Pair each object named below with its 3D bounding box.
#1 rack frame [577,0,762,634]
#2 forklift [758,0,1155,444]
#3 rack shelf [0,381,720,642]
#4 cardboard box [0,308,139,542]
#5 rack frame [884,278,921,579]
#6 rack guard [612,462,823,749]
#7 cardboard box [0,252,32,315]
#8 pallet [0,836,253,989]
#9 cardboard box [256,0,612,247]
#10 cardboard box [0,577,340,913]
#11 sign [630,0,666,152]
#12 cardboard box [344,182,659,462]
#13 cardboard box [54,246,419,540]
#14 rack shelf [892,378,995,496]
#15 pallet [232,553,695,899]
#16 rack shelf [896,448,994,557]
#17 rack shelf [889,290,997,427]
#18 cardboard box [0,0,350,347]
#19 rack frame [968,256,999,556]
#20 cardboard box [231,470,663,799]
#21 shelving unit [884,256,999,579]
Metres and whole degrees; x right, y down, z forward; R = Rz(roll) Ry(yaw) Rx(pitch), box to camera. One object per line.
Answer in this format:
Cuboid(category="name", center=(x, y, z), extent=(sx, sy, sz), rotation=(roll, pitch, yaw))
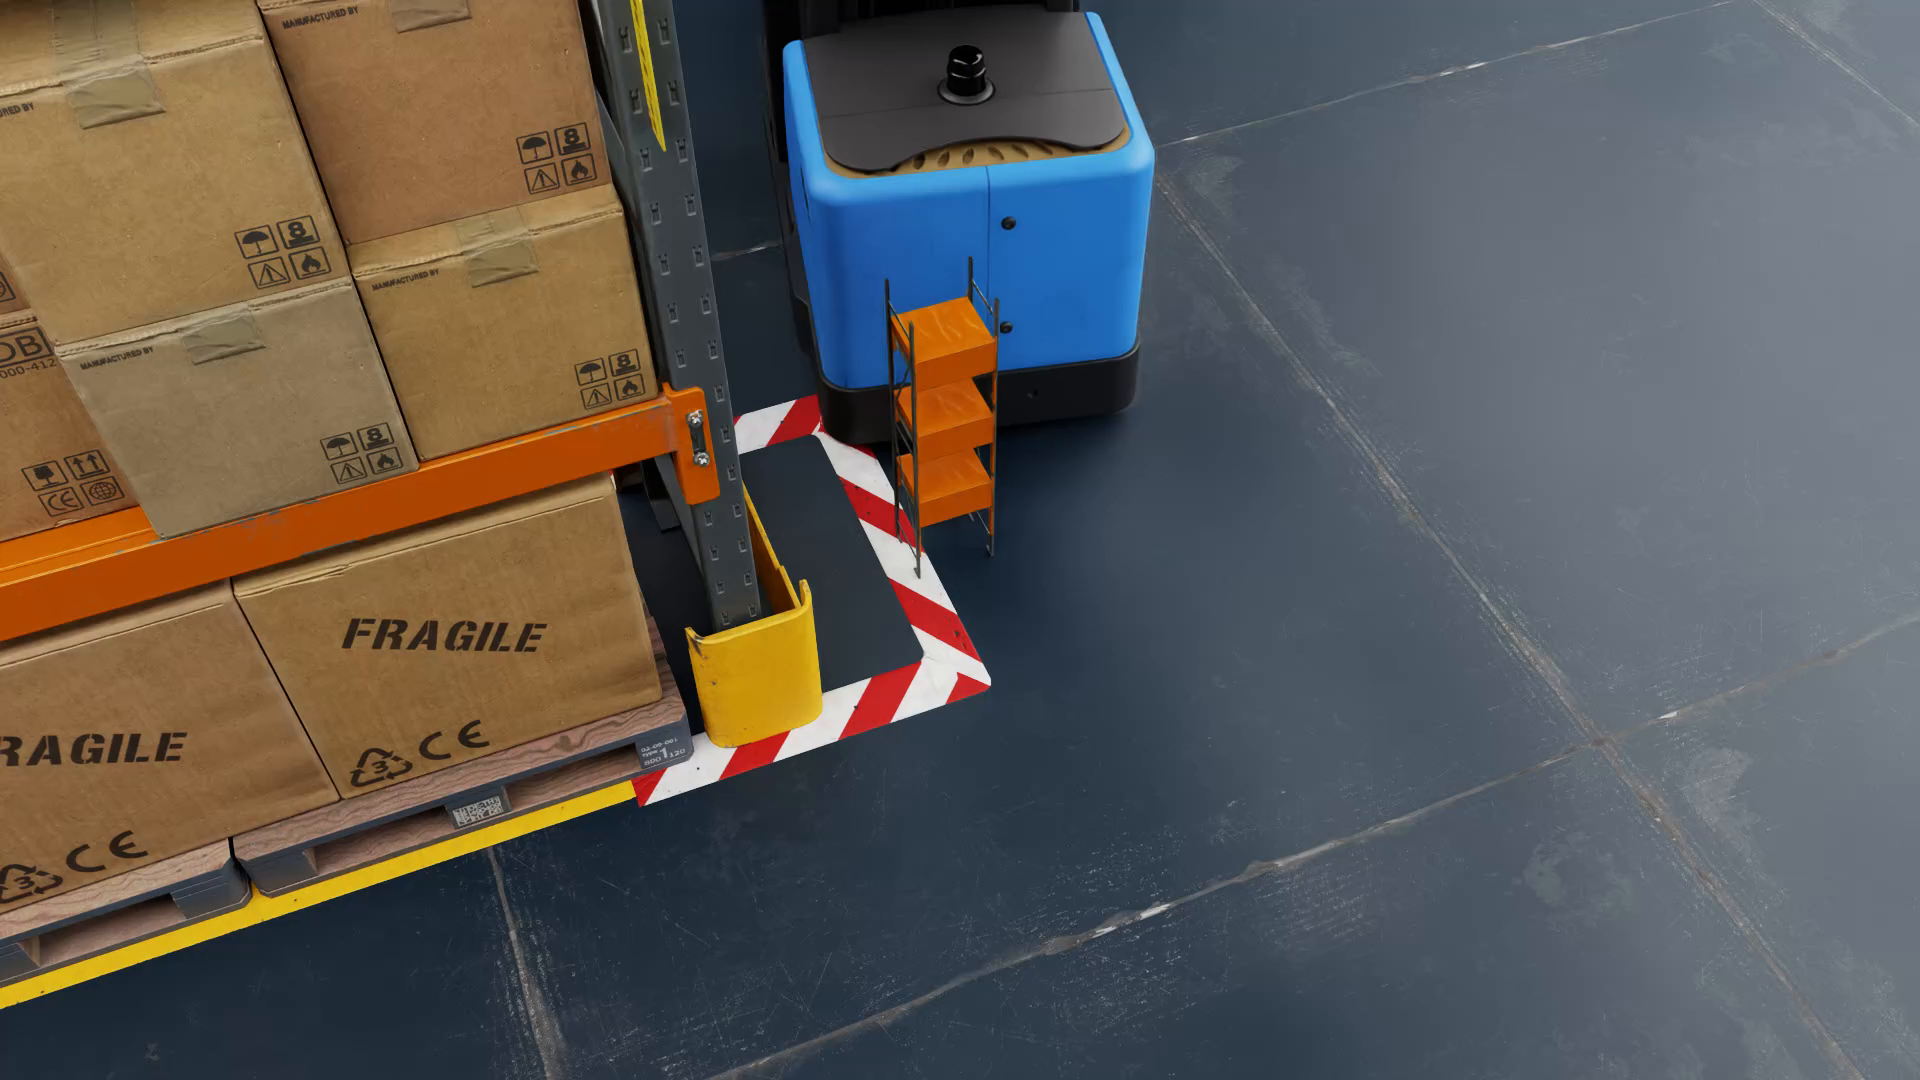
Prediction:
Cuboid(category="rack frame", center=(-0.781, -0.820, 3.977), extent=(0.127, 3.000, 1.000), rotation=(-17, 52, -14))
Cuboid(category="forklift", center=(-0.173, -2.407, 5.385), extent=(1.130, 2.935, 3.031), rotation=(-8, 50, -6))
Cuboid(category="rack shelf", center=(-2.632, -0.012, 3.757), extent=(4.000, 0.370, 1.077), rotation=(-17, 52, -14))
Cuboid(category="cardboard box", center=(-2.174, -0.485, 3.591), extent=(0.550, 0.550, 0.875), rotation=(-17, 52, -14))
Cuboid(category="rack frame", center=(-0.162, -0.292, 4.808), extent=(0.008, 1.050, 0.200), rotation=(-17, 52, -14))
Cuboid(category="rack guard", center=(-0.758, -0.013, 4.931), extent=(0.348, 0.500, 1.175), rotation=(-17, 52, -14))
Cuboid(category="cardboard box", center=(-2.183, -0.854, 3.195), extent=(0.550, 0.550, 0.875), rotation=(-17, 52, -14))
Cuboid(category="pallet", center=(-2.619, 0.720, 4.493), extent=(1.213, 0.211, 1.003), rotation=(-17, 52, -14))
Cuboid(category="cardboard box", center=(-1.139, -1.142, 3.443), extent=(0.550, 0.550, 0.875), rotation=(-17, 52, -14))
Cuboid(category="cardboard box", center=(-2.197, 0.230, 4.199), extent=(0.875, 0.875, 0.875), rotation=(-18, 52, -15))
Cuboid(category="sign", center=(-0.588, -0.890, 3.117), extent=(0.005, 0.325, 0.100), rotation=(-17, 52, -14))
Cuboid(category="cardboard box", center=(-1.107, -0.731, 3.801), extent=(0.550, 0.550, 0.875), rotation=(-17, 52, -14))
Cuboid(category="cardboard box", center=(-1.608, -0.558, 3.653), extent=(0.550, 0.550, 0.875), rotation=(-17, 52, -14))
Cuboid(category="rack shelf", center=(-0.049, -0.320, 4.847), extent=(0.240, 0.259, 0.215), rotation=(-17, 52, -14))
Cuboid(category="pallet", center=(-1.491, 0.373, 4.791), extent=(1.213, 0.211, 1.003), rotation=(-17, 52, -14))
Cuboid(category="rack shelf", center=(-0.049, -0.139, 5.057), extent=(0.240, 0.259, 0.215), rotation=(-17, 52, -14))
Cuboid(category="rack shelf", center=(-0.049, -0.505, 4.631), extent=(0.240, 0.259, 0.215), rotation=(-17, 52, -14))
Cuboid(category="cardboard box", center=(-1.613, -0.919, 3.251), extent=(0.550, 0.550, 0.875), rotation=(-17, 52, -14))
Cuboid(category="rack frame", center=(0.064, -0.362, 4.869), extent=(0.008, 1.050, 0.200), rotation=(-17, 52, -14))
Cuboid(category="cardboard box", center=(-1.383, -0.024, 4.417), extent=(0.875, 0.875, 0.875), rotation=(-17, 51, -14))
Cuboid(category="shelving unit", center=(-0.049, -0.327, 4.839), extent=(0.252, 1.050, 0.215), rotation=(-17, 52, -14))
